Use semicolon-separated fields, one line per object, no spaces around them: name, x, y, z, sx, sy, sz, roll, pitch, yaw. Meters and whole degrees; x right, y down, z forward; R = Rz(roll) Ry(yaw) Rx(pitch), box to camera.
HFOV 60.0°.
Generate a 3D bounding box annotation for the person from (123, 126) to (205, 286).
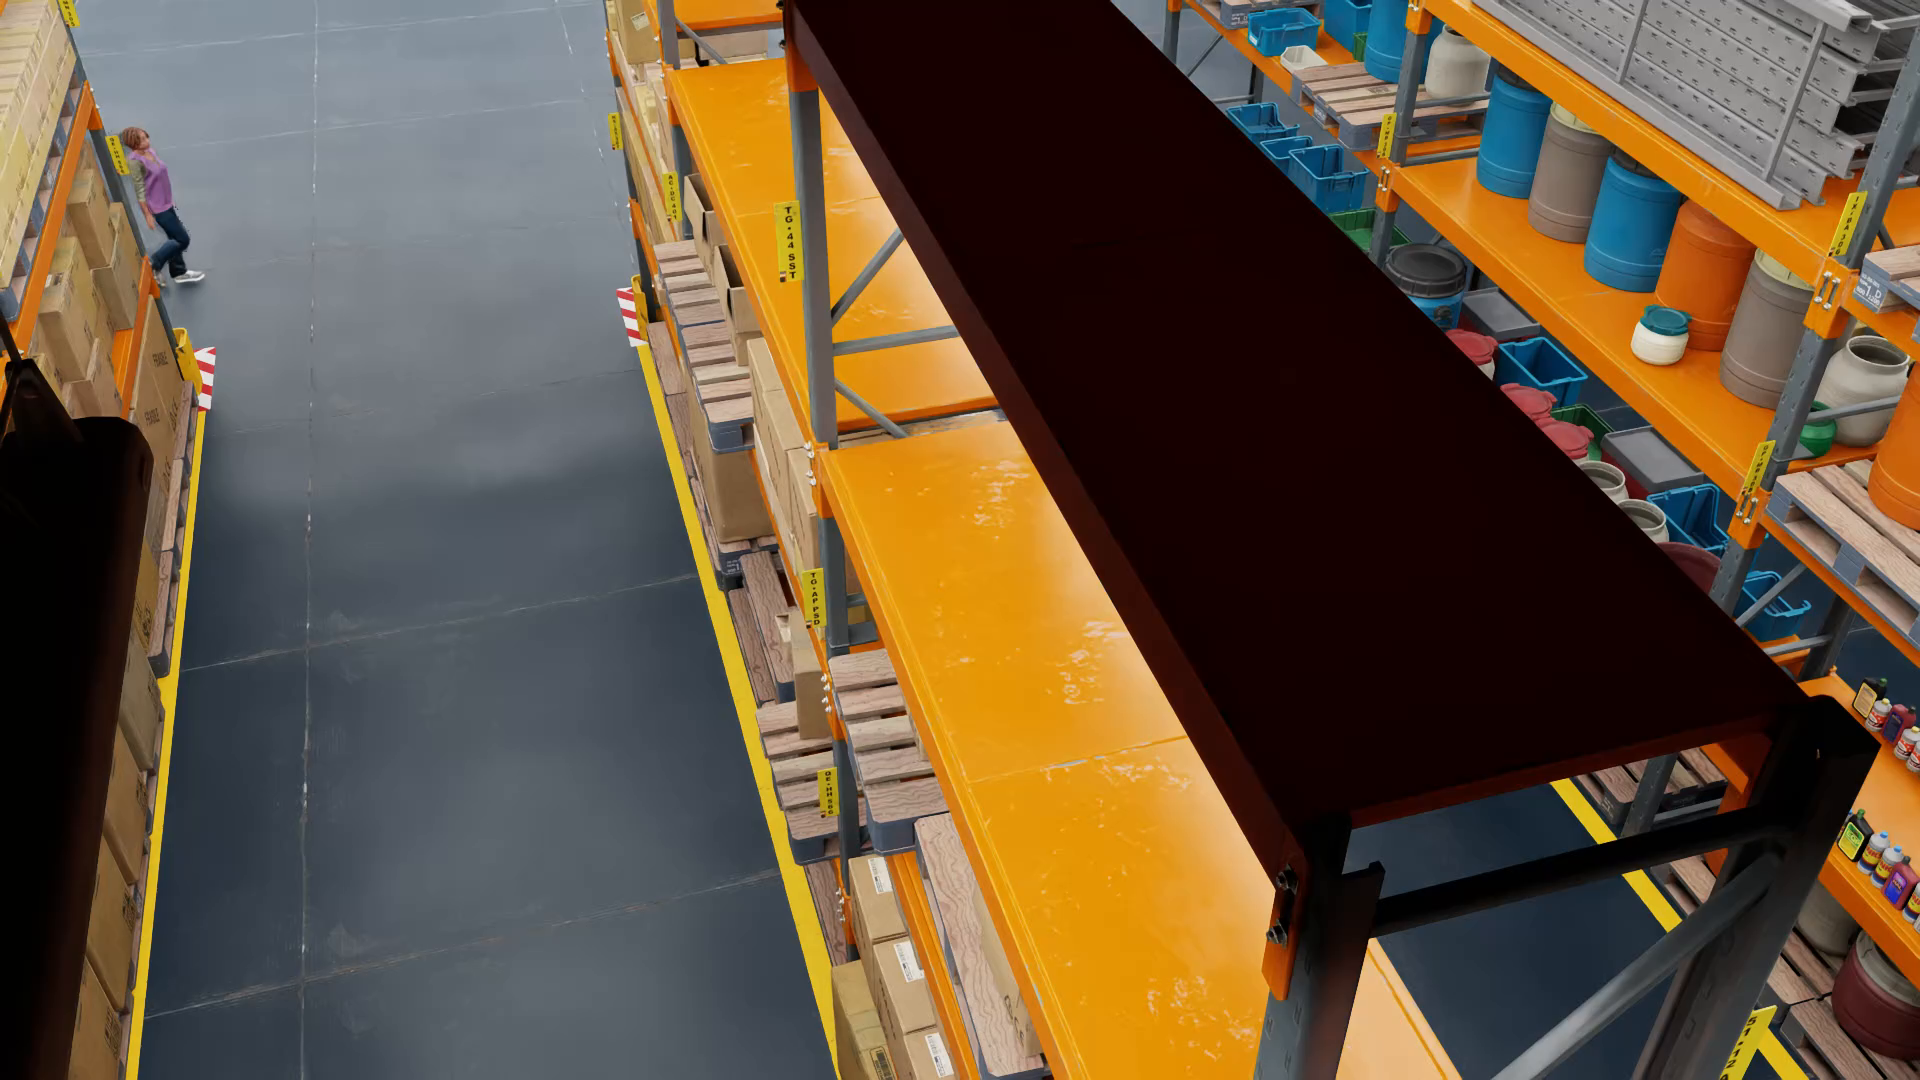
person;-7.468;-3.079;15.411;0.478;1.572;0.414;-11;40;-14
